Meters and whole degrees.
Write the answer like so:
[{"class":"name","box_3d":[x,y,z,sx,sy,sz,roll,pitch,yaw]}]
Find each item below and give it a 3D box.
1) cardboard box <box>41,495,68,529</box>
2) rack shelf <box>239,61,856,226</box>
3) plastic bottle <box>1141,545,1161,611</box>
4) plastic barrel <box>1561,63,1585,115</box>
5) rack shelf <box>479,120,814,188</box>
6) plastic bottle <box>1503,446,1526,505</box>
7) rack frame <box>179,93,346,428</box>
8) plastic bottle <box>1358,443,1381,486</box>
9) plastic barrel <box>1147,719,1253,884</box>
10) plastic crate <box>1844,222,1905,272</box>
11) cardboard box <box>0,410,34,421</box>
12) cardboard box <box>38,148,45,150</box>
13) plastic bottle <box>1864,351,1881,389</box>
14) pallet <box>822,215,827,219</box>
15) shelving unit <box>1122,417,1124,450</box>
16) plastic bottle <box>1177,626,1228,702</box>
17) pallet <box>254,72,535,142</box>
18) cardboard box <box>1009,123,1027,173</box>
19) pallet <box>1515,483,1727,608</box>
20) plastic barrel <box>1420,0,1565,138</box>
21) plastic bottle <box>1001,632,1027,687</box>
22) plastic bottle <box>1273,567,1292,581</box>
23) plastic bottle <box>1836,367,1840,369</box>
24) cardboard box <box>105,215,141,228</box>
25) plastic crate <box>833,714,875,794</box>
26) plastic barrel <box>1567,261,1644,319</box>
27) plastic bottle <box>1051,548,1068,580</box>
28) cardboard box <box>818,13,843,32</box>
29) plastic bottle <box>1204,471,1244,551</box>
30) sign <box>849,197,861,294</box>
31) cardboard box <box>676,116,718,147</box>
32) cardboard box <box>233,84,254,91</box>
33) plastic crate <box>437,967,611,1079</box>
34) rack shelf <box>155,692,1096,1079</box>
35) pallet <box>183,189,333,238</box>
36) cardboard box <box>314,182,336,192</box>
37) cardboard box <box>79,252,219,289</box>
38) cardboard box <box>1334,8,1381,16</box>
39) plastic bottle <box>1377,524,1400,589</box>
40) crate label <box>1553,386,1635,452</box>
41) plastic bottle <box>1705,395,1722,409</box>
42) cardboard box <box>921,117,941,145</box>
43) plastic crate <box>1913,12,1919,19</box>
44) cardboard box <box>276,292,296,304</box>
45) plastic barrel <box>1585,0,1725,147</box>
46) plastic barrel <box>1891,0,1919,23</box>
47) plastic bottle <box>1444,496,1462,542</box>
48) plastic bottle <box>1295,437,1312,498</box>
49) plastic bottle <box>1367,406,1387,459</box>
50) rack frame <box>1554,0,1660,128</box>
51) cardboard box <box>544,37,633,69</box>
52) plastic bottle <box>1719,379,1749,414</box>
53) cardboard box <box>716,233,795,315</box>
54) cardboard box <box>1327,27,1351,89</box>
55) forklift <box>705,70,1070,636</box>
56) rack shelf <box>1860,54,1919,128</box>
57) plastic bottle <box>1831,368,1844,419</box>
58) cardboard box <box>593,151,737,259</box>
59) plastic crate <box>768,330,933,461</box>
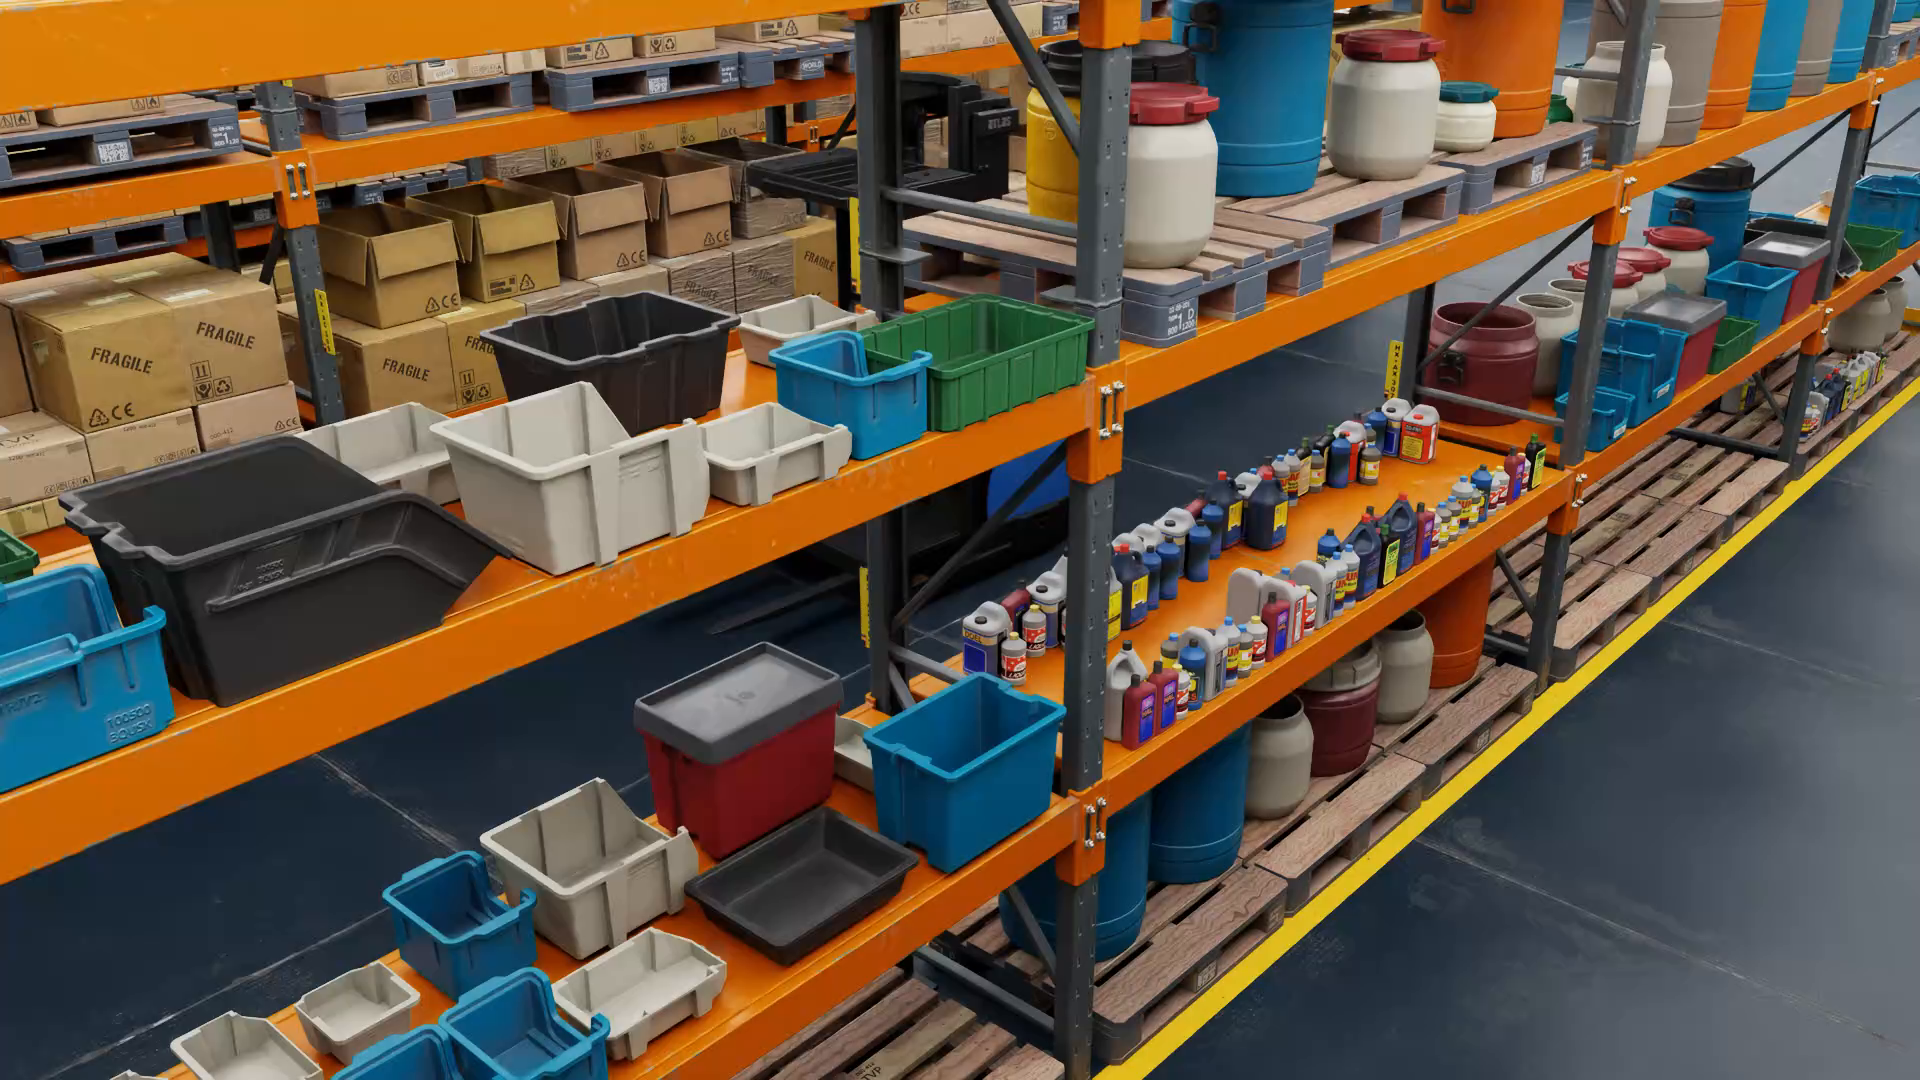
[{"class":"cardboard box","box_3d":[-4.258,-0.205,7.848,0.380,0.149,0.250,21,31,38]},{"class":"rack shelf","box_3d":[-2.277,-2.465,9.795,1.077,0.370,4.000,20,31,38]},{"class":"plastic bottle","box_3d":[0.785,0.151,6.905,0.097,0.271,0.097,0,24,0]},{"class":"plastic barrel","box_3d":[3.421,-2.439,9.026,0.301,0.262,0.301,0,24,0]},{"class":"rack shelf","box_3d":[-3.234,-3.701,16.216,1.077,0.370,4.000,20,31,38]},{"class":"plastic bottle","box_3d":[2.640,-0.319,7.937,0.061,0.283,0.133,20,31,38]},{"class":"rack frame","box_3d":[-3.612,-0.816,8.903,1.000,3.000,0.127,20,31,38]},{"class":"plastic bottle","box_3d":[2.013,-0.378,8.170,0.097,0.201,0.097,0,24,0]},{"class":"plastic barrel","box_3d":[0.925,0.926,7.070,0.600,0.901,0.708,20,31,38]},{"class":"plastic crate","box_3d":[6.532,-2.140,12.117,0.450,0.188,0.662,20,31,38]},{"class":"cardboard box","box_3d":[-4.798,-0.502,8.023,0.500,0.250,0.500,21,32,39]},{"class":"cardboard box","box_3d":[-6.763,-2.885,12.585,0.380,0.149,0.250,19,30,36]},{"class":"plastic bottle","box_3d":[6.998,-1.329,12.838,0.152,0.276,0.135,20,31,38]},{"class":"pallet","box_3d":[-0.546,-2.193,12.209,1.213,0.211,1.003,20,31,38]},{"class":"shelving unit","box_3d":[0.688,-1.216,11.629,0.587,1.500,1.083,13,27,26]},{"class":"plastic bottle","box_3d":[0.913,0.445,6.243,0.152,0.276,0.135,20,31,38]},{"class":"pallet","box_3d":[-3.037,-2.390,8.981,0.805,0.209,1.217,19,30,36]},{"class":"cardboard box","box_3d":[0.639,-2.938,12.998,0.637,0.503,0.797,-20,31,-38]},{"class":"pallet","box_3d":[4.106,-0.005,10.503,1.003,0.211,1.213,20,31,38]},{"class":"plastic barrel","box_3d":[2.365,-2.266,7.433,0.600,0.830,0.708,20,31,38]},{"class":"plastic bottle","box_3d":[0.204,0.447,6.329,0.097,0.201,0.097,0,24,0]},{"class":"plastic bottle","box_3d":[1.337,0.209,6.860,0.097,0.201,0.097,0,24,0]},{"class":"plastic bottle","box_3d":[6.678,-1.220,12.688,0.097,0.201,0.097,0,24,0]},{"class":"cardboard box","box_3d":[-6.282,-2.433,12.305,0.380,0.149,0.250,20,31,38]},{"class":"plastic crate","box_3d":[-0.340,0.732,5.699,0.396,0.136,0.243,20,31,38]},{"class":"plastic barrel","box_3d":[3.836,-1.376,9.986,0.433,0.535,0.433,0,24,0]},{"class":"plastic bottle","box_3d":[0.446,0.190,6.720,0.144,0.351,0.185,20,31,38]},{"class":"cardboard box","box_3d":[-0.808,-3.546,11.510,0.500,0.250,0.500,20,31,38]},{"class":"plastic bottle","box_3d":[1.182,-0.146,7.469,0.144,0.351,0.185,20,31,38]},{"class":"sign","box_3d":[-0.332,-0.987,5.607,0.100,0.325,0.005,20,31,38]},{"class":"cardboard box","box_3d":[-2.723,-4.144,16.204,0.500,0.500,0.500,21,31,38]},{"class":"cardboard box","box_3d":[-7.753,-4.943,17.901,0.380,0.149,0.250,18,30,34]},{"class":"plastic crate","box_3d":[-1.104,1.327,4.256,0.416,0.233,0.300,20,31,38]},{"class":"rack shelf","box_3d":[-1.258,1.474,4.675,1.077,0.370,4.000,20,31,38]},{"class":"pallet","box_3d":[-5.859,-2.718,13.379,1.003,0.211,1.213,20,31,38]},{"class":"cardboard box","box_3d":[-5.241,-2.910,13.367,0.380,0.149,0.250,19,30,35]},{"class":"cardboard box","box_3d":[-4.122,-1.149,8.550,0.500,0.500,0.500,20,31,38]},{"class":"cardboard box","box_3d":[3.827,-5.016,16.563,0.500,0.500,0.500,20,31,38]},{"class":"plastic bottle","box_3d":[1.819,0.056,7.101,0.061,0.283,0.133,20,31,38]},{"class":"crate label","box_3d":[3.307,-0.632,8.697,0.303,0.233,0.416,20,31,38]},{"class":"plastic bottle","box_3d":[5.631,-1.168,12.388,0.144,0.351,0.185,19,30,36]},{"class":"cardboard box","box_3d":[-0.828,-4.308,18.777,0.875,0.875,0.875,20,31,38]},{"class":"plastic crate","box_3d":[6.672,-3.579,11.659,0.336,0.188,0.450,20,31,38]},{"class":"cardboard box","box_3d":[-5.503,-1.876,13.810,0.500,0.500,0.500,18,30,35]},{"class":"plastic barrel","box_3d":[3.456,-2.470,8.314,0.600,0.901,0.600,0,24,0]},{"class":"plastic barrel","box_3d":[6.160,-3.964,11.132,0.600,0.901,0.708,20,31,38]},{"class":"plastic bottle","box_3d":[2.224,-0.103,7.556,0.097,0.201,0.097,0,24,0]},{"class":"plastic bottle","box_3d":[1.630,-0.346,7.997,0.061,0.283,0.133,20,31,38]},{"class":"plastic bottle","box_3d":[2.119,-0.552,8.472,0.097,0.271,0.097,0,24,0]},{"class":"rack frame","box_3d":[2.746,-3.419,7.377,1.000,3.000,0.127,20,31,38]},{"class":"cardboard box","box_3d":[-2.290,-3.014,9.499,0.797,0.503,0.637,20,31,37]},{"class":"plastic bottle","box_3d":[5.738,-1.128,12.300,0.144,0.351,0.185,20,31,38]},{"class":"cardboard box","box_3d":[-1.424,-1.712,10.779,0.500,0.500,0.500,20,31,37]},{"class":"cardboard box","box_3d":[3.209,-4.419,15.231,0.500,0.500,0.500,20,31,38]},{"class":"forklift","box_3d":[-0.510,-1.148,9.728,3.031,2.935,1.130,-22,32,-40]},{"class":"rack shelf","box_3d":[6.751,-3.550,12.215,1.077,0.370,4.000,20,31,38]},{"class":"plastic bottle","box_3d":[6.390,-1.083,12.199,0.144,0.351,0.185,19,30,35]},{"class":"cardboard box","box_3d":[-1.879,-2.122,10.467,0.797,0.503,0.637,21,32,39]},{"class":"plastic crate","box_3d":[-0.293,-0.391,4.494,0.416,0.233,0.300,20,31,38]}]
